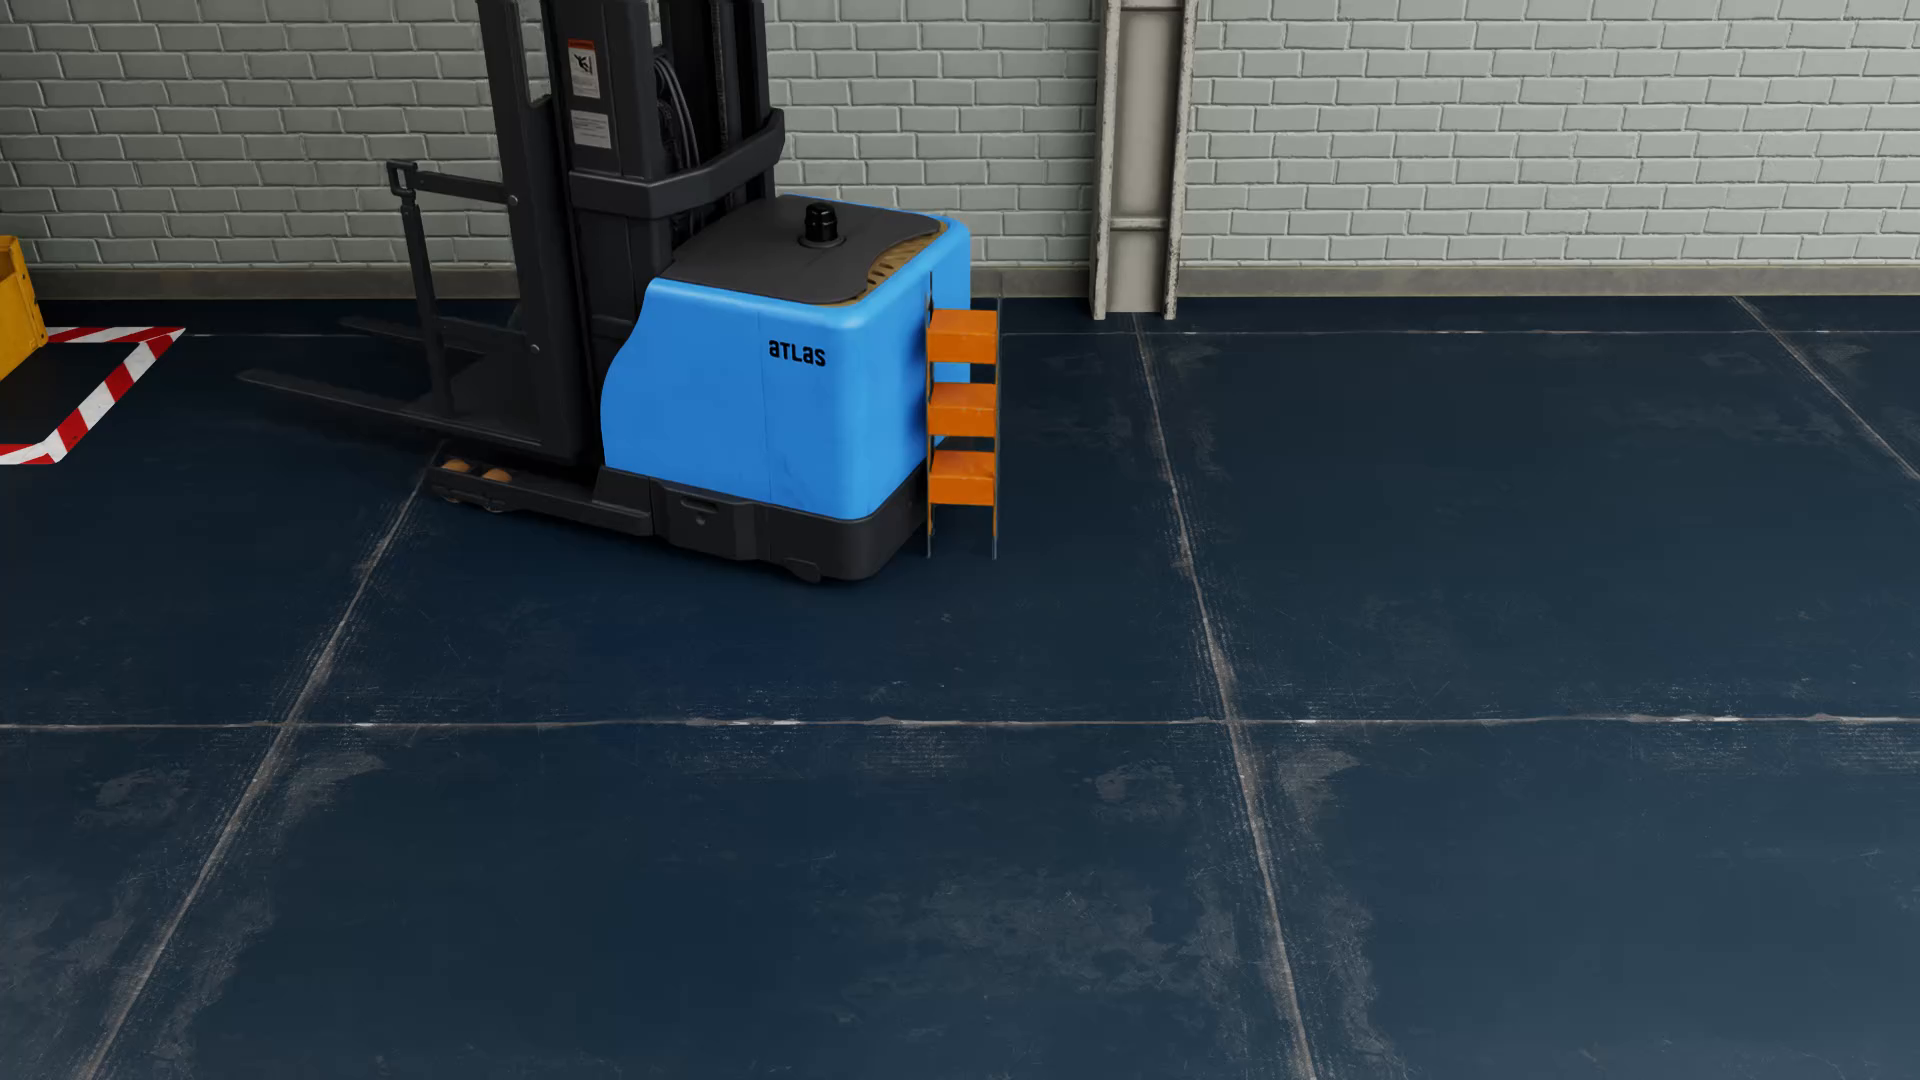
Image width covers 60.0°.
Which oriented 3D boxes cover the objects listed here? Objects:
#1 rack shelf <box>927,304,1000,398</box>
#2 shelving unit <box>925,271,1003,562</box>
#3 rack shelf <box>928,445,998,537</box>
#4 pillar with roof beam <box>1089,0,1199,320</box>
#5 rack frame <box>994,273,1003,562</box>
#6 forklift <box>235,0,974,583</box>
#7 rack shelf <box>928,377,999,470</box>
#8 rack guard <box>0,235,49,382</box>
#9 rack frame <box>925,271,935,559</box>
[{"bbox_3d":[0.015,-0.660,5.799,0.240,0.259,0.215,2,31,4],"label":"rack shelf"},{"bbox_3d":[0.015,-0.426,5.940,0.252,1.050,0.215,2,31,4],"label":"shelving unit"},{"bbox_3d":[0.015,-0.180,6.090,0.240,0.259,0.215,2,31,4],"label":"rack shelf"},{"bbox_3d":[0.863,-2.755,2.116,0.400,9.000,9.100,0,31,0],"label":"pillar with roof beam"},{"bbox_3d":[0.136,-0.421,5.932,0.008,1.050,0.200,2,31,4],"label":"rack frame"},{"bbox_3d":[-1.511,-1.594,6.051,3.031,2.935,1.130,13,33,20],"label":"forklift"},{"bbox_3d":[0.015,-0.417,5.946,0.240,0.259,0.215,2,31,4],"label":"rack shelf"},{"bbox_3d":[-4.437,-0.871,7.203,0.348,0.500,1.175,0,31,0],"label":"rack guard"},{"bbox_3d":[-0.107,-0.431,5.949,0.008,1.050,0.200,2,31,4],"label":"rack frame"}]
